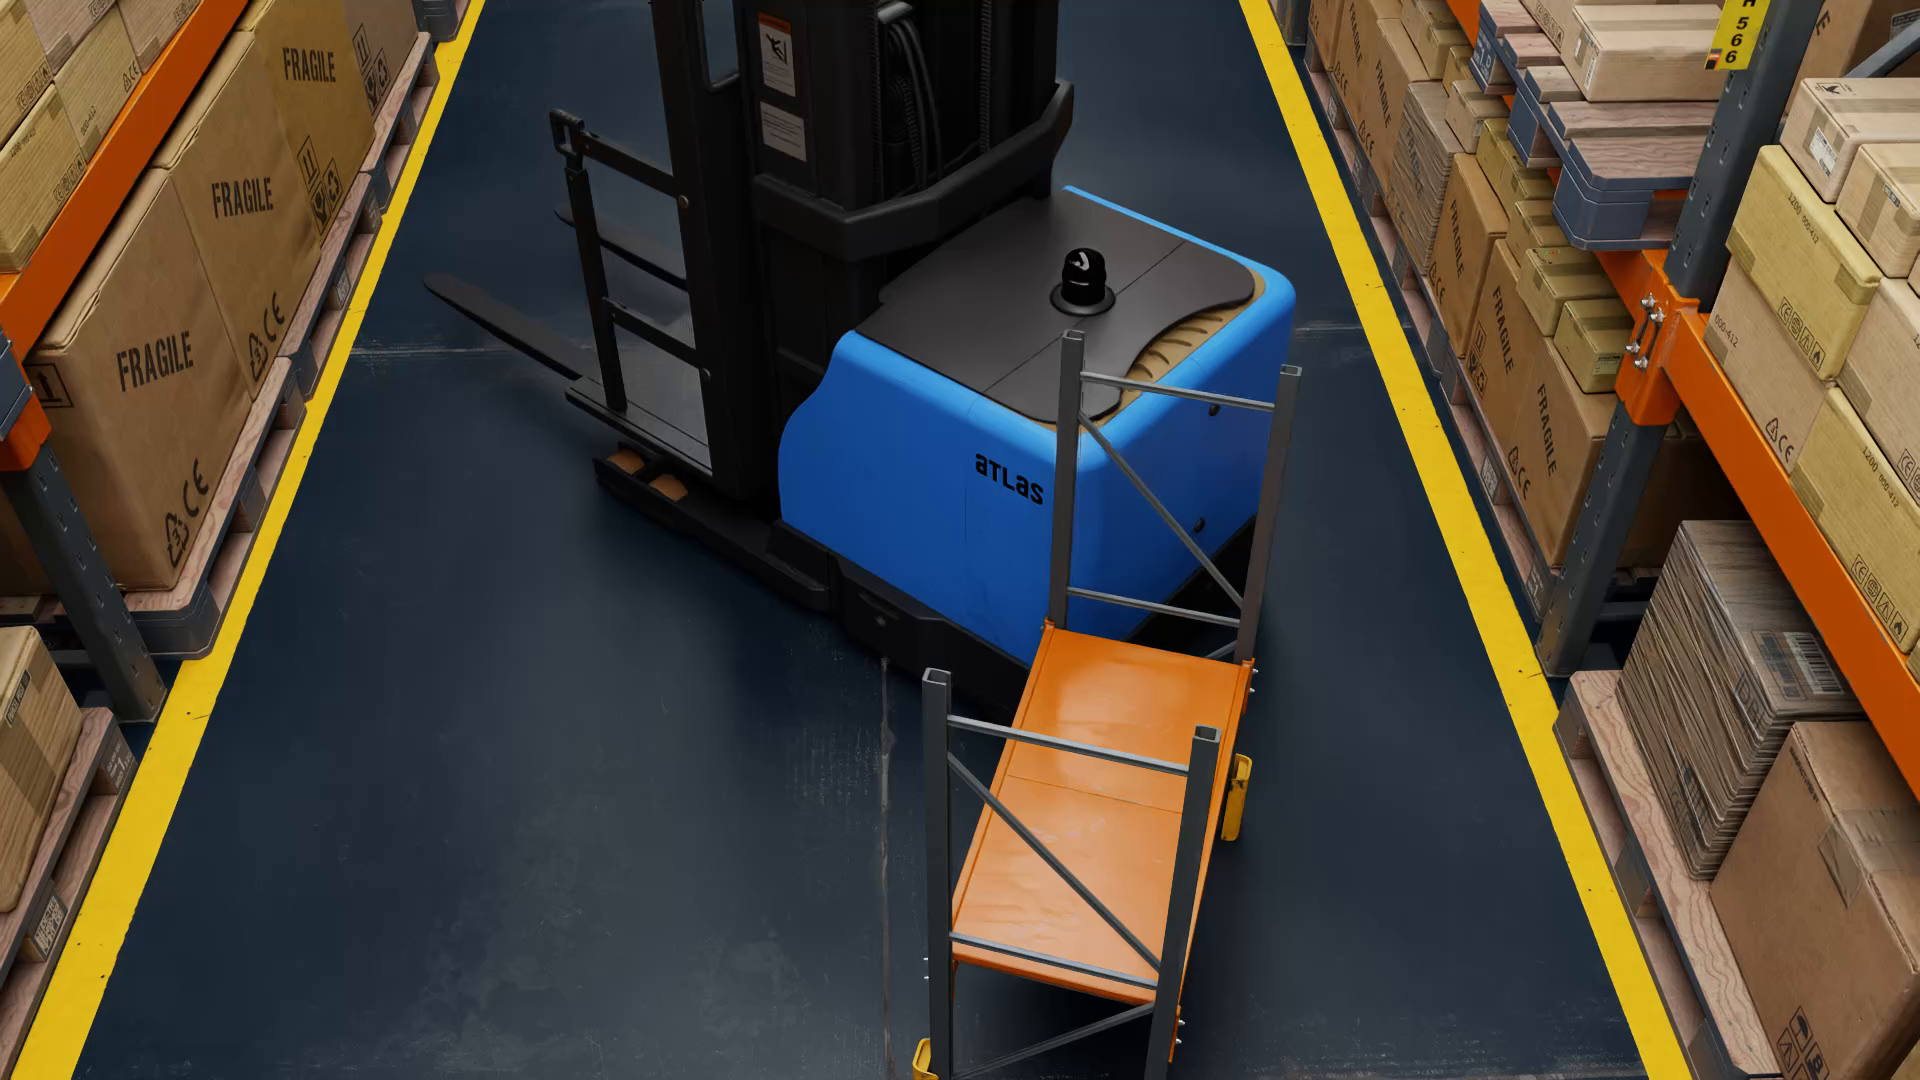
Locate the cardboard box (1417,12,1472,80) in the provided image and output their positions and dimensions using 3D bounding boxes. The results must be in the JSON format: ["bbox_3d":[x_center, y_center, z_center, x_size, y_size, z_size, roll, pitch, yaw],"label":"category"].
[{"bbox_3d":[1.889,-1.801,6.054,0.380,0.149,0.250,0,43,0],"label":"cardboard box"}]

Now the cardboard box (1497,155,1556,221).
[{"bbox_3d":[1.942,-1.098,5.287,0.380,0.149,0.250,0,43,-1],"label":"cardboard box"}]

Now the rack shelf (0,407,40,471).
[{"bbox_3d":[-2.683,1.003,2.468,1.077,0.370,4.000,-2,43,-2],"label":"rack shelf"}]

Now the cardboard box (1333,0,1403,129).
[{"bbox_3d":[1.850,-1.999,6.750,0.500,0.500,0.500,-2,43,-2],"label":"cardboard box"}]

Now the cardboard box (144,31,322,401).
[{"bbox_3d":[-2.748,-1.055,5.442,0.875,0.875,0.875,-1,43,-1],"label":"cardboard box"}]

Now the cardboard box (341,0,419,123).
[{"bbox_3d":[-2.831,-2.268,6.766,0.875,0.875,0.875,0,43,0],"label":"cardboard box"}]

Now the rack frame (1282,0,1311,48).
[{"bbox_3d":[2.022,-3.458,6.802,1.000,3.000,0.127,-2,43,-2],"label":"rack frame"}]

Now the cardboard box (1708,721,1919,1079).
[{"bbox_3d":[2.240,0.826,3.576,0.875,0.625,0.625,0,43,0],"label":"cardboard box"}]

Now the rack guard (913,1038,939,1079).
[{"bbox_3d":[0.186,1.271,3.678,0.587,0.250,0.087,11,44,12],"label":"rack guard"}]

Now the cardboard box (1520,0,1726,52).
[{"bbox_3d":[1.823,-1.560,4.532,0.500,0.250,0.500,-3,43,-4],"label":"cardboard box"}]

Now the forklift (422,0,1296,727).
[{"bbox_3d":[-0.544,-1.370,4.575,3.031,2.935,1.130,29,50,28],"label":"forklift"}]

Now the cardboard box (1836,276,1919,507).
[{"bbox_3d":[1.986,-0.242,3.035,0.500,0.250,0.500,0,43,0],"label":"cardboard box"}]

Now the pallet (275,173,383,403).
[{"bbox_3d":[-2.774,-0.940,6.120,1.003,0.211,1.213,-2,43,-2],"label":"pallet"}]

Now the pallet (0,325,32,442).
[{"bbox_3d":[-2.631,-0.063,3.241,1.213,0.211,1.003,-2,43,-2],"label":"pallet"}]

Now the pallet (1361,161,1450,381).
[{"bbox_3d":[2.149,-1.056,6.246,1.003,0.211,1.213,-2,43,-2],"label":"pallet"}]

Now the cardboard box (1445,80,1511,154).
[{"bbox_3d":[1.889,-1.452,5.673,0.380,0.149,0.250,-4,43,-4],"label":"cardboard box"}]

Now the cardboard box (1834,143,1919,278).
[{"bbox_3d":[1.923,-0.629,3.163,0.380,0.149,0.250,-1,43,-1],"label":"cardboard box"}]

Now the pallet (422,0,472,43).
[{"bbox_3d":[-2.891,-2.800,8.149,1.003,0.211,1.213,-2,43,-2],"label":"pallet"}]

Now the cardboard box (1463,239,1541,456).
[{"bbox_3d":[1.948,-0.608,5.233,0.500,0.500,0.500,-2,43,-2],"label":"cardboard box"}]

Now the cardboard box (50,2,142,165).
[{"bbox_3d":[-2.576,-1.241,4.495,0.500,0.250,0.500,-3,43,-3],"label":"cardboard box"}]

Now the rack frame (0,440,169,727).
[{"bbox_3d":[-2.767,-0.612,3.698,1.000,3.000,0.127,-2,43,-2],"label":"rack frame"}]

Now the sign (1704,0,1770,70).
[{"bbox_3d":[1.650,-1.133,3.468,0.100,0.325,0.005,-2,43,-2],"label":"sign"}]

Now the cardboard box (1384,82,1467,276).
[{"bbox_3d":[1.882,-1.311,6.000,0.500,0.500,0.500,-3,43,-3],"label":"cardboard box"}]

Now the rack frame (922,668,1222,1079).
[{"bbox_3d":[0.181,0.823,3.242,0.500,1.500,0.032,11,44,12],"label":"rack frame"}]

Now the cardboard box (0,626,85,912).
[{"bbox_3d":[-2.753,0.583,4.028,0.950,0.372,0.625,-4,43,-5],"label":"cardboard box"}]

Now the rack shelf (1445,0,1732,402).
[{"bbox_3d":[2.107,-1.842,5.572,1.077,0.370,4.000,-2,43,-2],"label":"rack shelf"}]

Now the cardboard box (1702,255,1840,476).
[{"bbox_3d":[1.966,-0.395,3.572,0.500,0.250,0.500,-1,43,-2],"label":"cardboard box"}]

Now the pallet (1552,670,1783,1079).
[{"bbox_3d":[2.188,0.828,4.191,1.003,0.211,1.213,-2,43,-2],"label":"pallet"}]

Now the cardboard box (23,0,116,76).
[{"bbox_3d":[-2.563,-1.439,4.341,0.500,0.250,0.500,-1,43,-1],"label":"cardboard box"}]

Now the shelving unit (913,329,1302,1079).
[{"bbox_3d":[0.322,0.487,3.609,0.587,1.500,1.083,11,44,12],"label":"shelving unit"}]

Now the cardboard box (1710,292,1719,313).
[{"bbox_3d":[2.453,-0.615,5.240,0.500,0.500,0.500,-1,43,-2],"label":"cardboard box"}]

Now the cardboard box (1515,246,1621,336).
[{"bbox_3d":[1.875,-0.739,4.896,0.380,0.149,0.250,-4,43,-4],"label":"cardboard box"}]

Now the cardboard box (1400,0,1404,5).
[{"bbox_3d":[1.908,-2.138,6.422,0.380,0.149,0.250,-2,43,-3],"label":"cardboard box"}]

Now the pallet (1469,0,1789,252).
[{"bbox_3d":[2.093,-1.142,4.418,1.213,0.211,1.003,-2,43,-2],"label":"pallet"}]

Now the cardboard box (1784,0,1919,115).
[{"bbox_3d":[2.326,-1.301,4.064,0.500,0.500,0.500,0,43,0],"label":"cardboard box"}]

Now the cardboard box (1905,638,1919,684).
[{"bbox_3d":[2.012,0.292,2.823,0.500,0.250,0.500,-3,43,-3],"label":"cardboard box"}]
